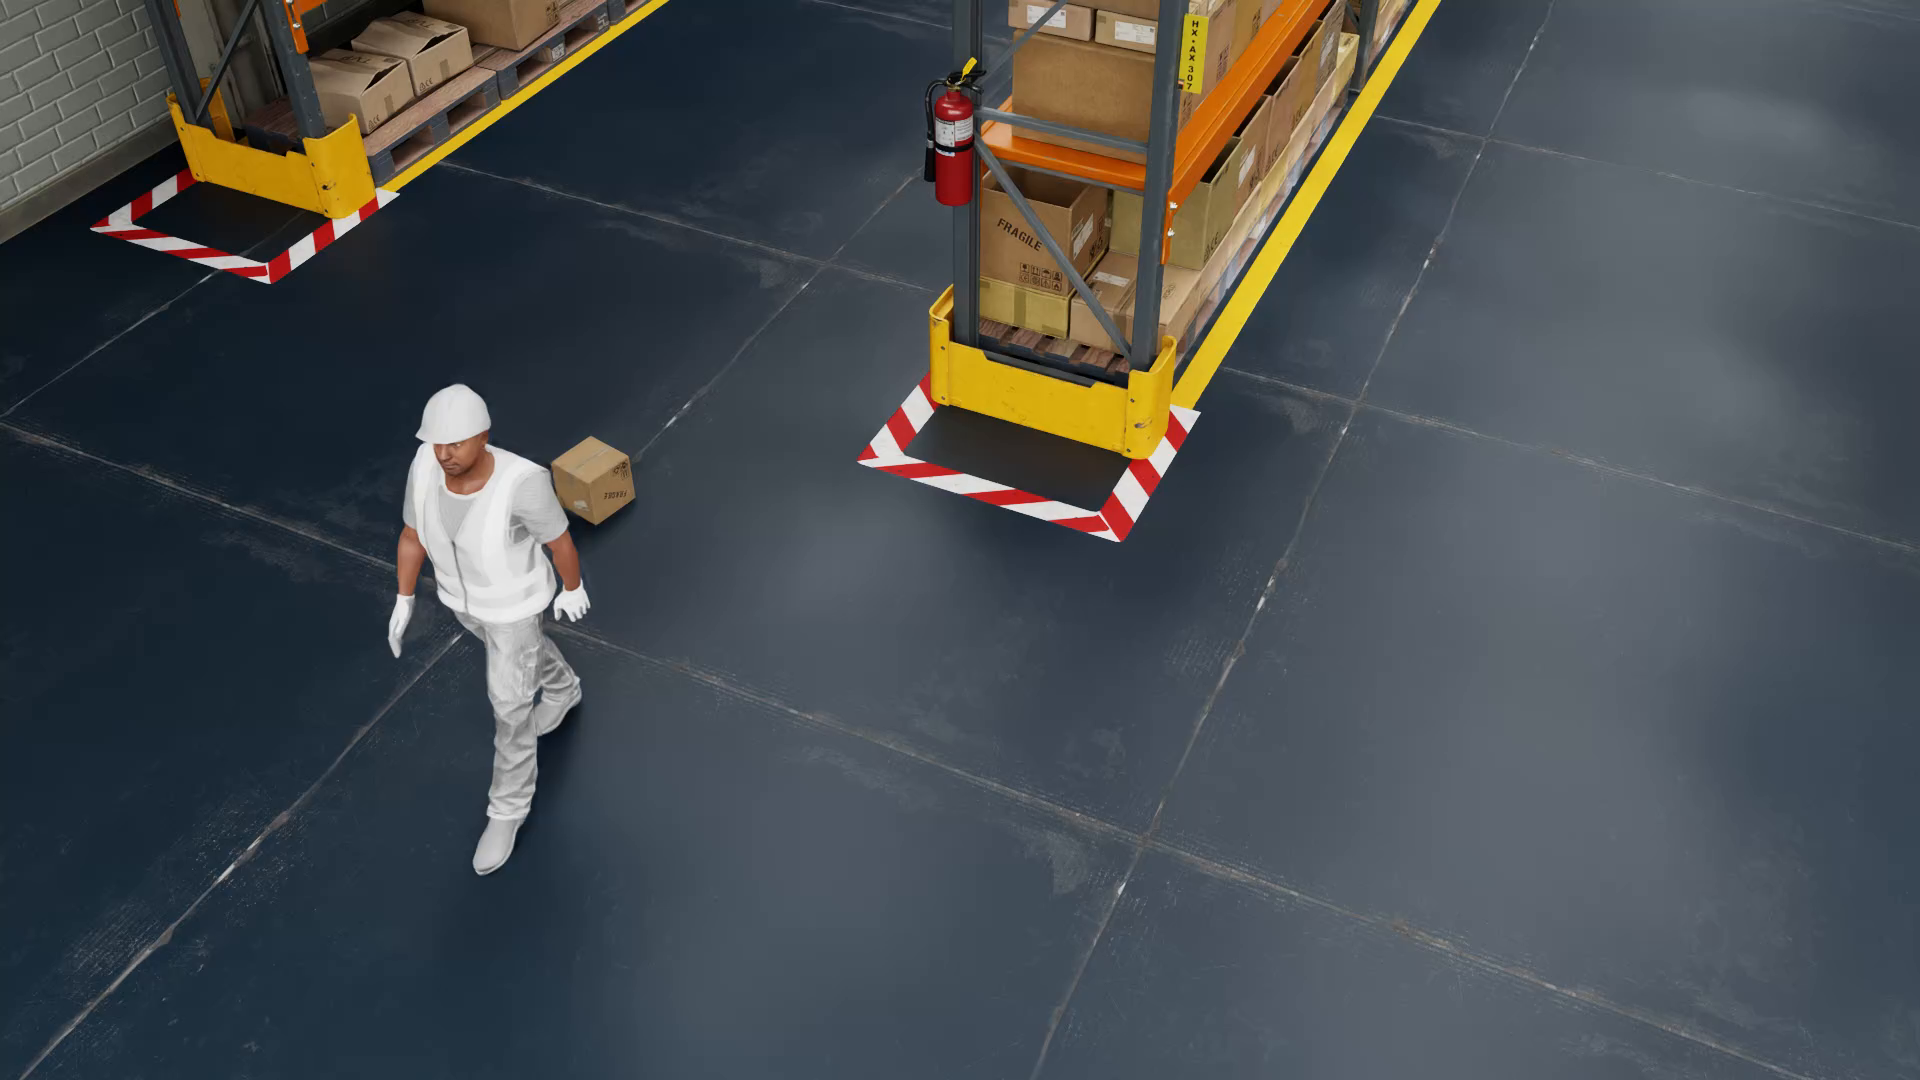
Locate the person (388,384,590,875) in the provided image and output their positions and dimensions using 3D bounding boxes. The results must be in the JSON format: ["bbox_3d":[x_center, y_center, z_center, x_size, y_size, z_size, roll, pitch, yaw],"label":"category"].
[{"bbox_3d":[-1.688,0.259,5.847,0.567,1.774,0.904,17,44,18],"label":"person"}]
